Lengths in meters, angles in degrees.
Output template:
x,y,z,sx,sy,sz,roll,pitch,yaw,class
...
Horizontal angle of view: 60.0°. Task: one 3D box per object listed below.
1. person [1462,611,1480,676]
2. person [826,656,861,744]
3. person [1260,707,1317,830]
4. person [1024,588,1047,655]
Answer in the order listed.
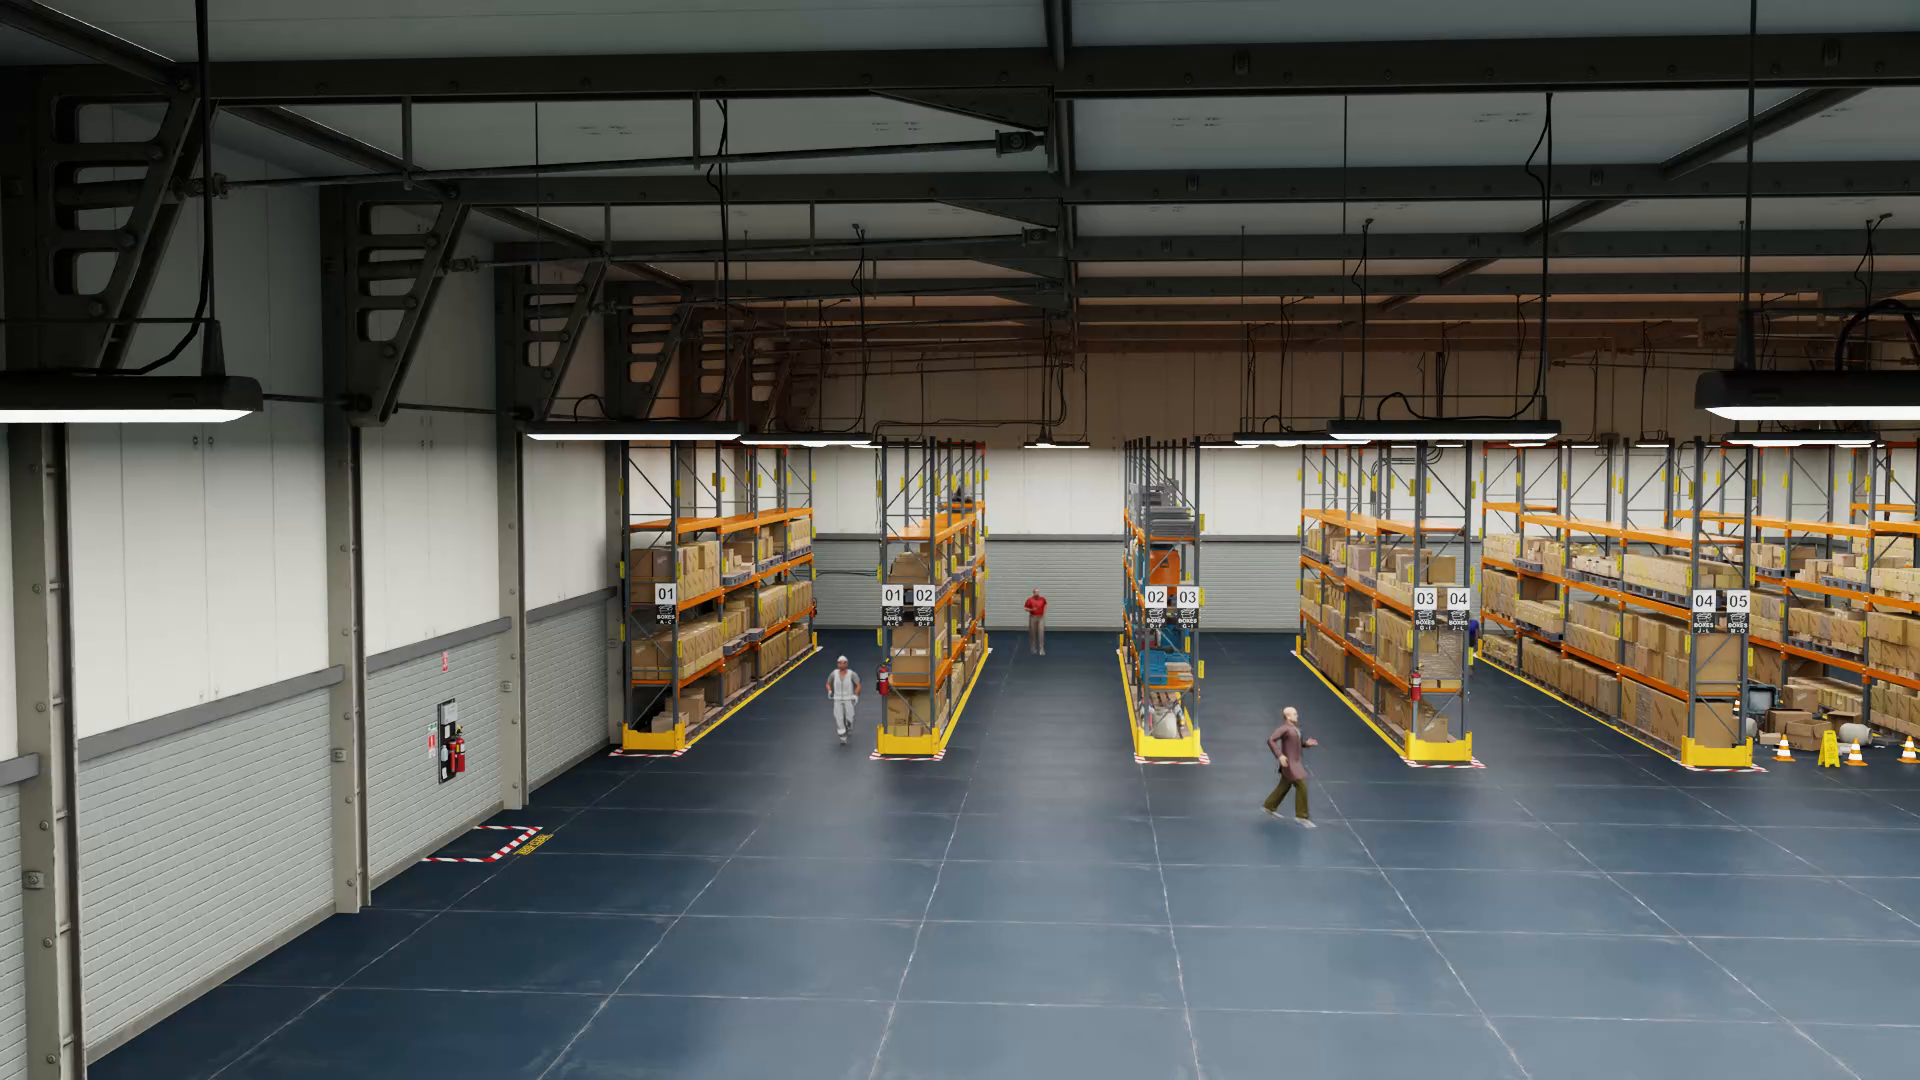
x,y,z,sx,sy,sz,roll,pitch,yaw,class
13.096,2.632,42.876,0.578,1.652,1.050,0,3,1,person
-2.283,3.128,32.413,0.687,1.750,0.586,0,3,3,person
5.023,3.461,25.386,0.908,1.833,0.678,1,3,21,person
2.049,2.171,44.567,0.657,1.773,0.859,0,3,-7,person
